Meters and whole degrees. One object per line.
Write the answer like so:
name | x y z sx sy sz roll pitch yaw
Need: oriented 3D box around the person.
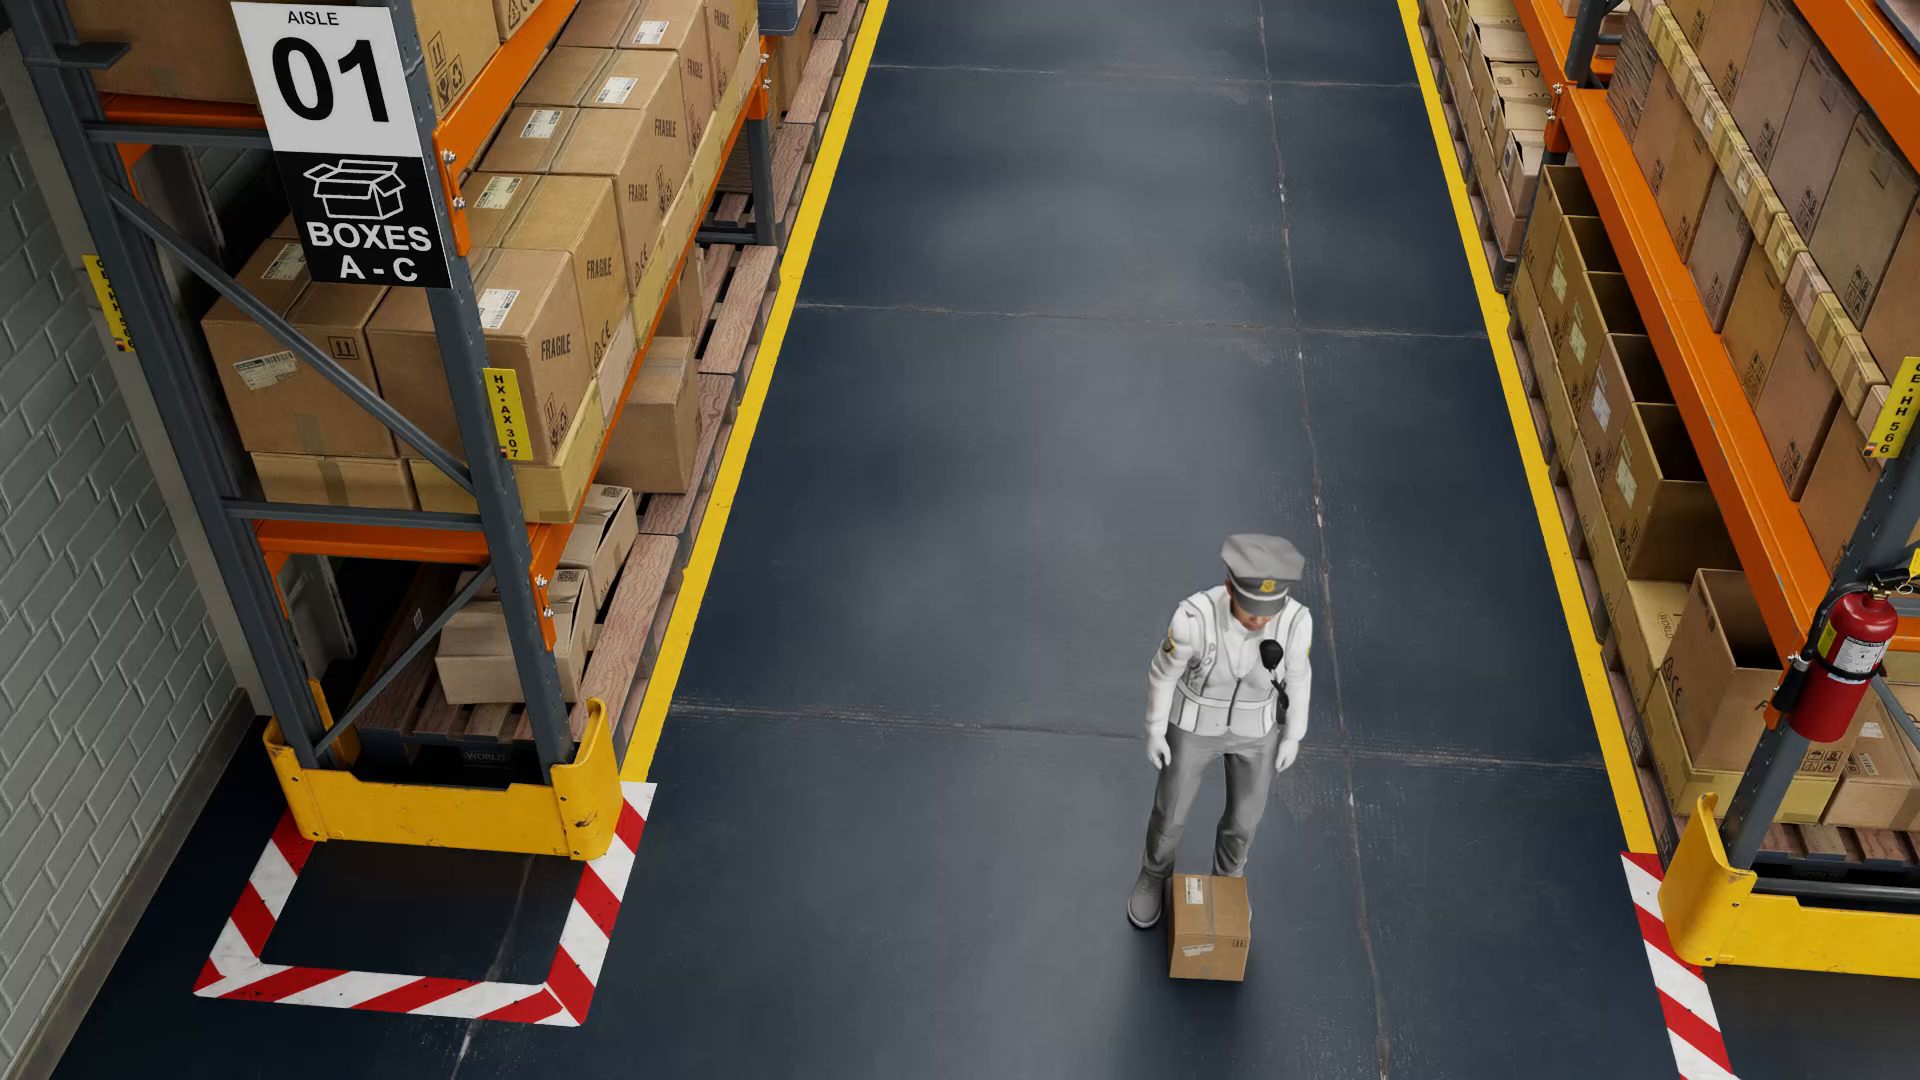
person | 0.861 0.629 5.412 0.528 1.662 0.375 2 40 2
